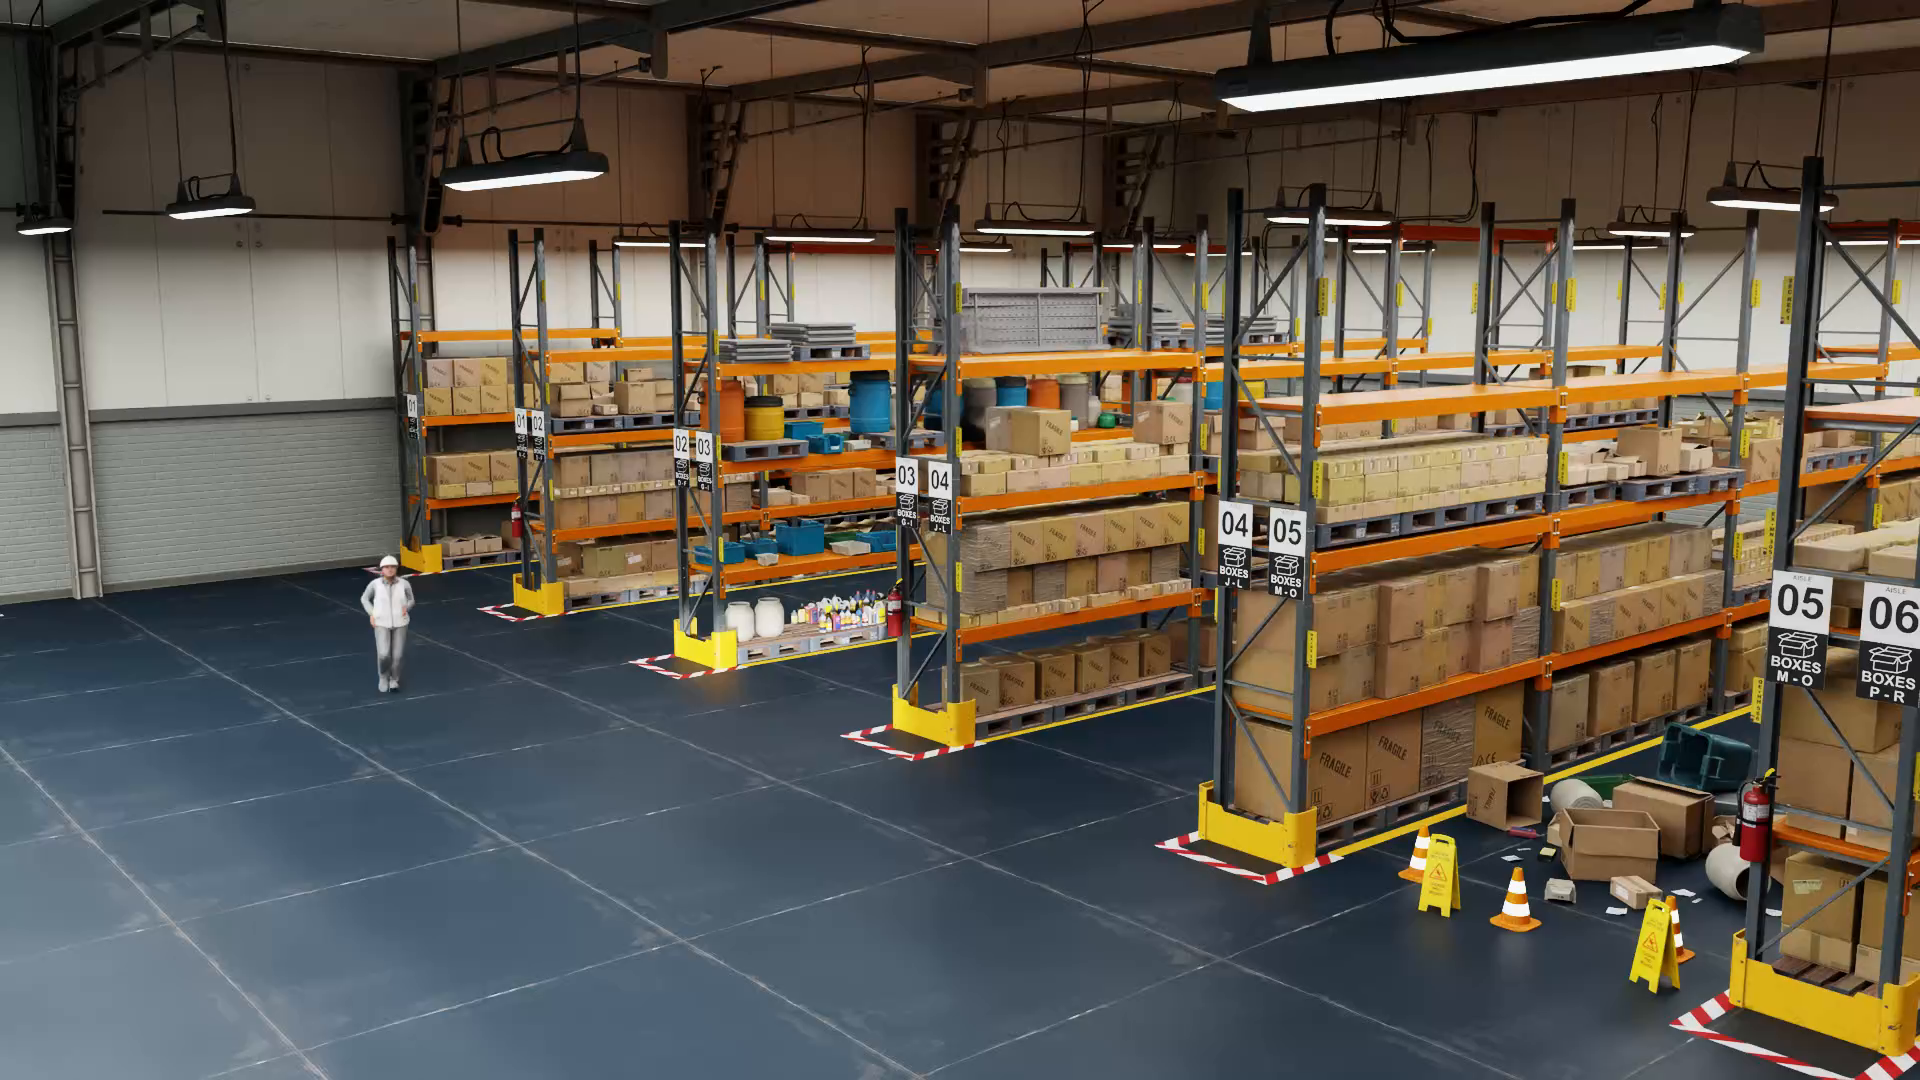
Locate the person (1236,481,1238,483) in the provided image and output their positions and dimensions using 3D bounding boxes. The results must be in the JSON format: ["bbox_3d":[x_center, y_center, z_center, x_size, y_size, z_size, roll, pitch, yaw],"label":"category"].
[{"bbox_3d":[5.362,-0.883,34.044,0.670,1.683,0.648,7,11,36],"label":"person"}]

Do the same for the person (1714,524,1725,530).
[{"bbox_3d":[11.519,0.523,25.256,0.566,1.588,0.866,7,11,38],"label":"person"}]

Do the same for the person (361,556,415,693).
[{"bbox_3d":[-7.207,1.075,21.056,0.634,1.753,0.675,-4,10,-26],"label":"person"}]

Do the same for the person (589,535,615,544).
[{"bbox_3d":[-6.318,-0.279,29.800,0.666,1.758,0.742,6,11,34],"label":"person"}]
